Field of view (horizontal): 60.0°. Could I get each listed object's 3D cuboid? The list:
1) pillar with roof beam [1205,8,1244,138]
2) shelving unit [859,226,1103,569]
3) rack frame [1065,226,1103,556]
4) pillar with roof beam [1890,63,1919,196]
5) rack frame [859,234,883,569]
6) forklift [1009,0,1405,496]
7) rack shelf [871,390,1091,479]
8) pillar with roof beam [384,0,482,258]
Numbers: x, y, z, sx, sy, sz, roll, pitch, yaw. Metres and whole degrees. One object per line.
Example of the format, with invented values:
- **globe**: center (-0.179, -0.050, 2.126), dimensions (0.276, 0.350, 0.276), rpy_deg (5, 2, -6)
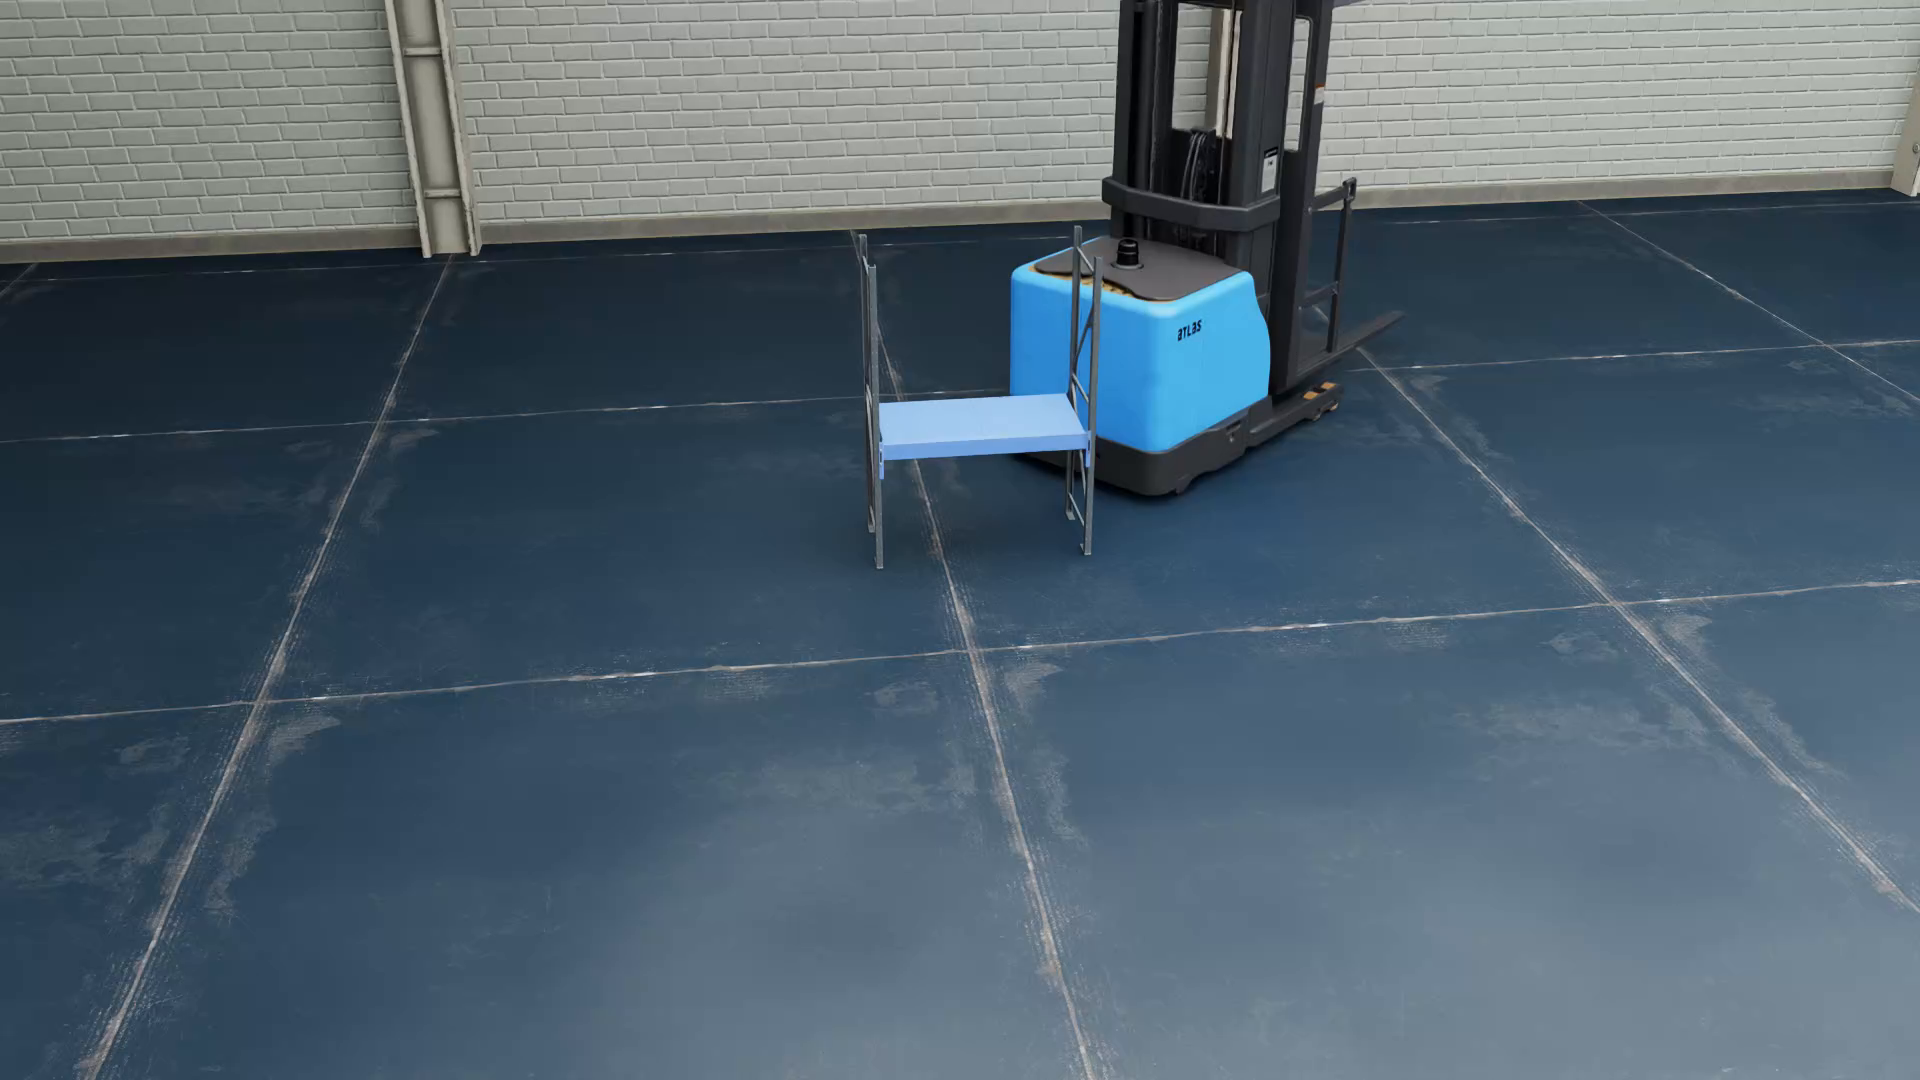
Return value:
- **pillar with roof beam**: center (2.733, -4.616, 7.390), dimensions (0.400, 9.000, 9.100), rpy_deg (-4, 27, -7)
- **shelving unit**: center (0.084, -0.673, 7.918), dimensions (1.048, 1.500, 0.538), rpy_deg (-4, 27, -7)
- **rack frame**: center (0.588, -0.705, 7.981), dimensions (0.032, 1.500, 0.500), rpy_deg (-4, 27, -7)
- **pillar with roof beam**: center (8.674, -4.998, 8.133), dimensions (0.400, 9.000, 9.100), rpy_deg (-4, 27, -7)
- **rack frame**: center (-0.419, -0.640, 7.855), dimensions (0.032, 1.500, 0.500), rpy_deg (-4, 27, -7)
- **forklift**: center (1.594, -2.127, 9.184), dimensions (1.130, 2.935, 3.031), rpy_deg (21, 34, 35)
- **rack shelf**: center (0.084, -0.513, 8.000), dimensions (1.000, 0.185, 0.538), rpy_deg (-4, 27, -7)
- **pillar with roof beam**: center (-3.209, -4.235, 6.646), dimensions (0.400, 9.000, 9.100), rpy_deg (-4, 27, -7)
